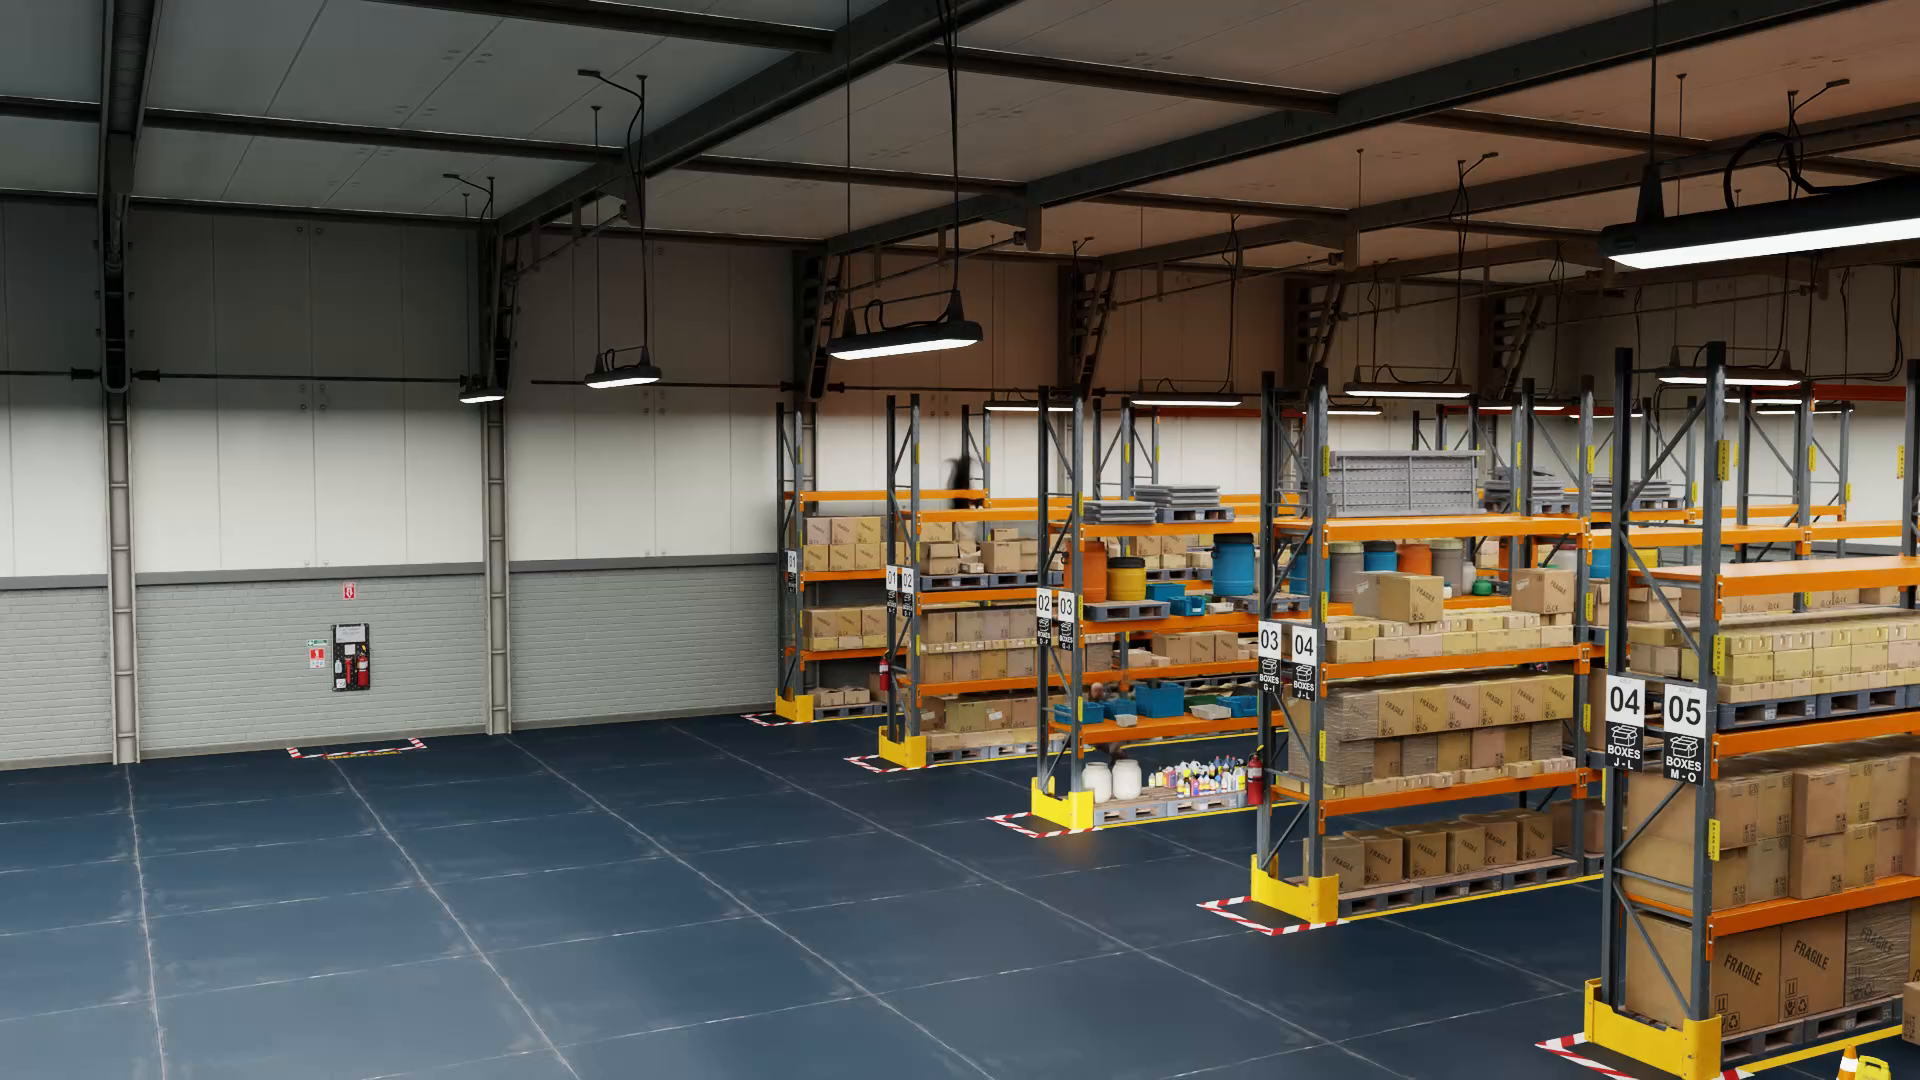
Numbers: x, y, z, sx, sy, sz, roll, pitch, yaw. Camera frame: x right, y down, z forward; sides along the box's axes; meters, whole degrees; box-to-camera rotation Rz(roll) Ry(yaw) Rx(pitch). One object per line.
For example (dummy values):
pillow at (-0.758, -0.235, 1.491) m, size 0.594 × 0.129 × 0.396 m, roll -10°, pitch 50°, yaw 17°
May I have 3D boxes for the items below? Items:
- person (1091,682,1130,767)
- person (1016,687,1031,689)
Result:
person at (2.346, 2.937, 26.141) m, size 0.990 × 1.466 × 0.663 m, roll -2°, pitch 4°, yaw -28°
person at (1.303, 2.603, 31.637) m, size 0.662 × 1.639 × 0.944 m, roll 3°, pitch 5°, yaw 44°
